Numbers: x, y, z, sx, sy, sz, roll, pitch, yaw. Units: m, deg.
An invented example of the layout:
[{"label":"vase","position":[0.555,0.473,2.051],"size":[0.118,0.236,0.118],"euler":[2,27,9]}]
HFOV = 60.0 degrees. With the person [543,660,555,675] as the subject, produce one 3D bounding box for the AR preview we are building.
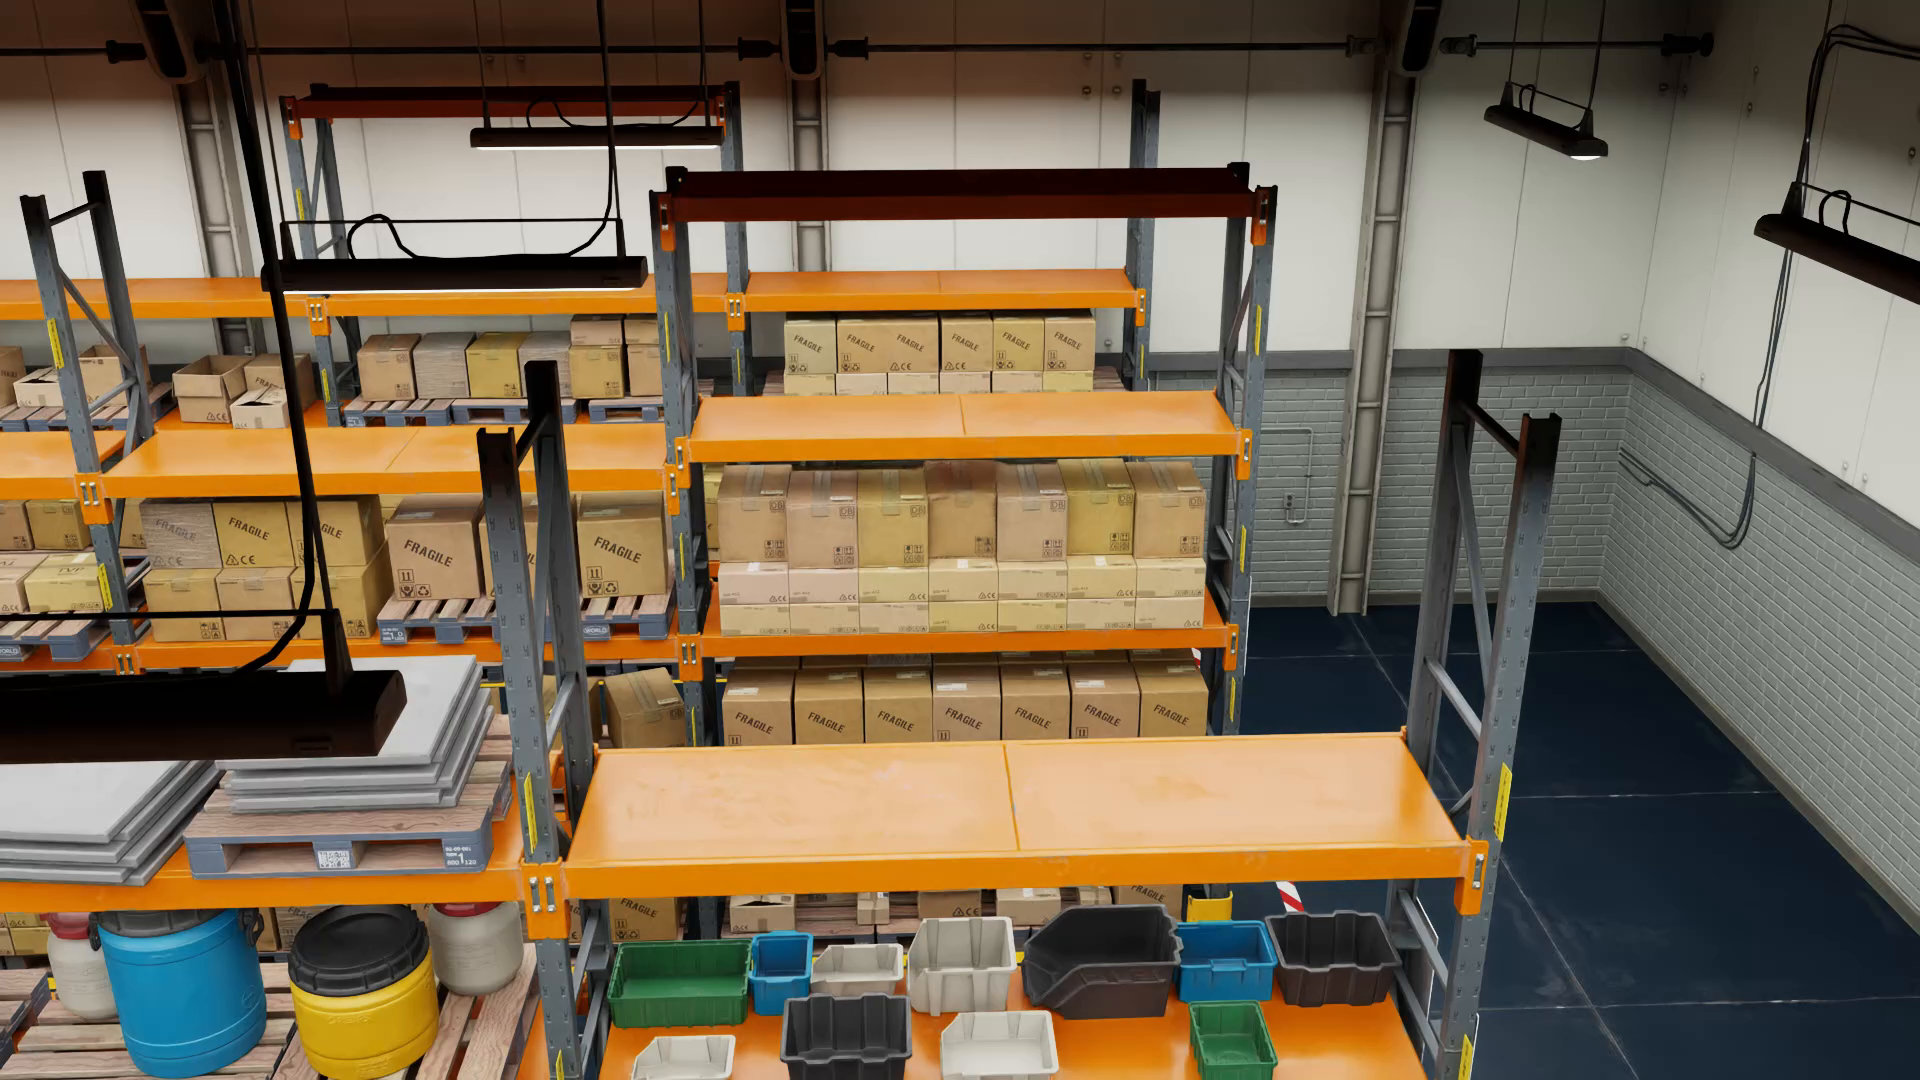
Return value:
[{"label":"person","position":[-4.017,1.084,16.314],"size":[0.522,1.658,0.540],"euler":[-4,23,-11]}]
